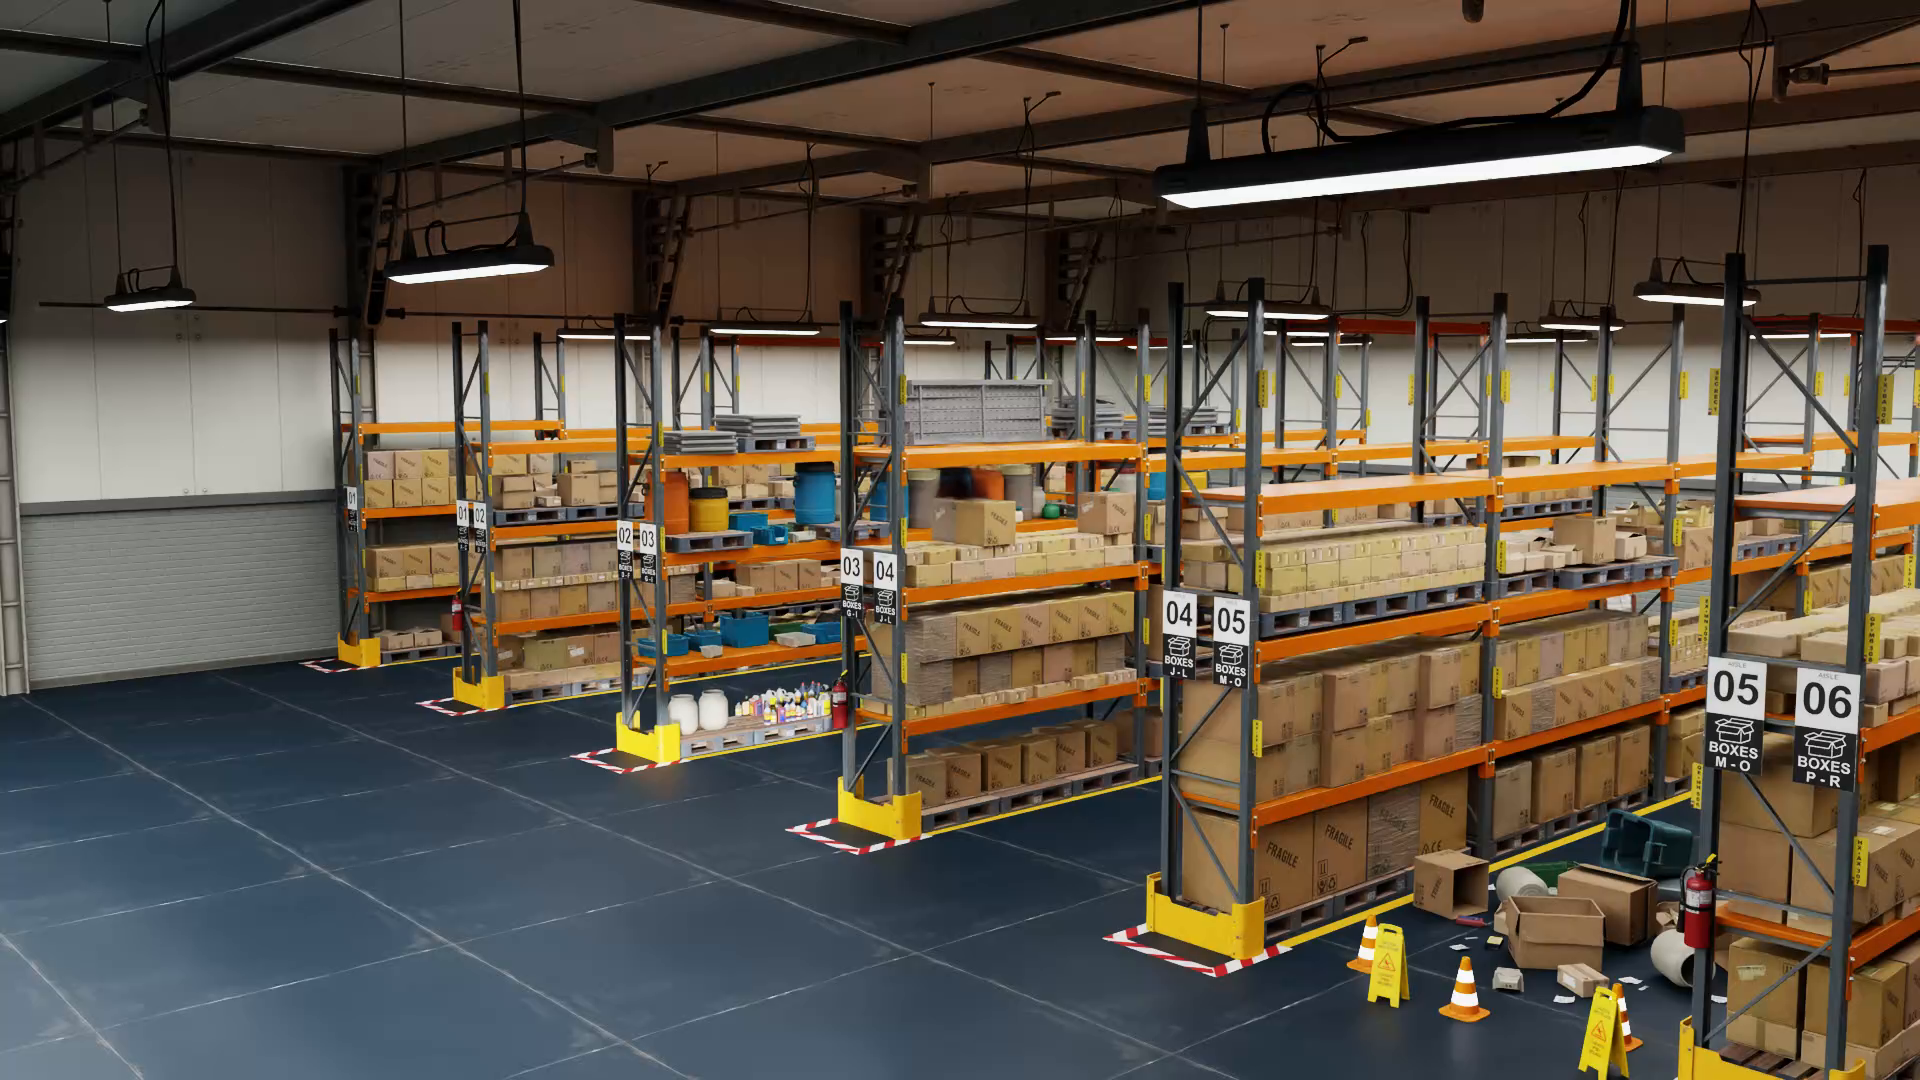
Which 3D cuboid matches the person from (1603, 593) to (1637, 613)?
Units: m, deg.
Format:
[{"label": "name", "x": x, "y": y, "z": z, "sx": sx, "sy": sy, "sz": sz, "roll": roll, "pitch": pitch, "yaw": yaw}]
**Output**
[{"label": "person", "x": 12.157, "y": 1.256, "z": 30.703, "sx": 0.593, "sy": 1.734, "sz": 0.751, "roll": 0, "pitch": 6, "yaw": -3}]
